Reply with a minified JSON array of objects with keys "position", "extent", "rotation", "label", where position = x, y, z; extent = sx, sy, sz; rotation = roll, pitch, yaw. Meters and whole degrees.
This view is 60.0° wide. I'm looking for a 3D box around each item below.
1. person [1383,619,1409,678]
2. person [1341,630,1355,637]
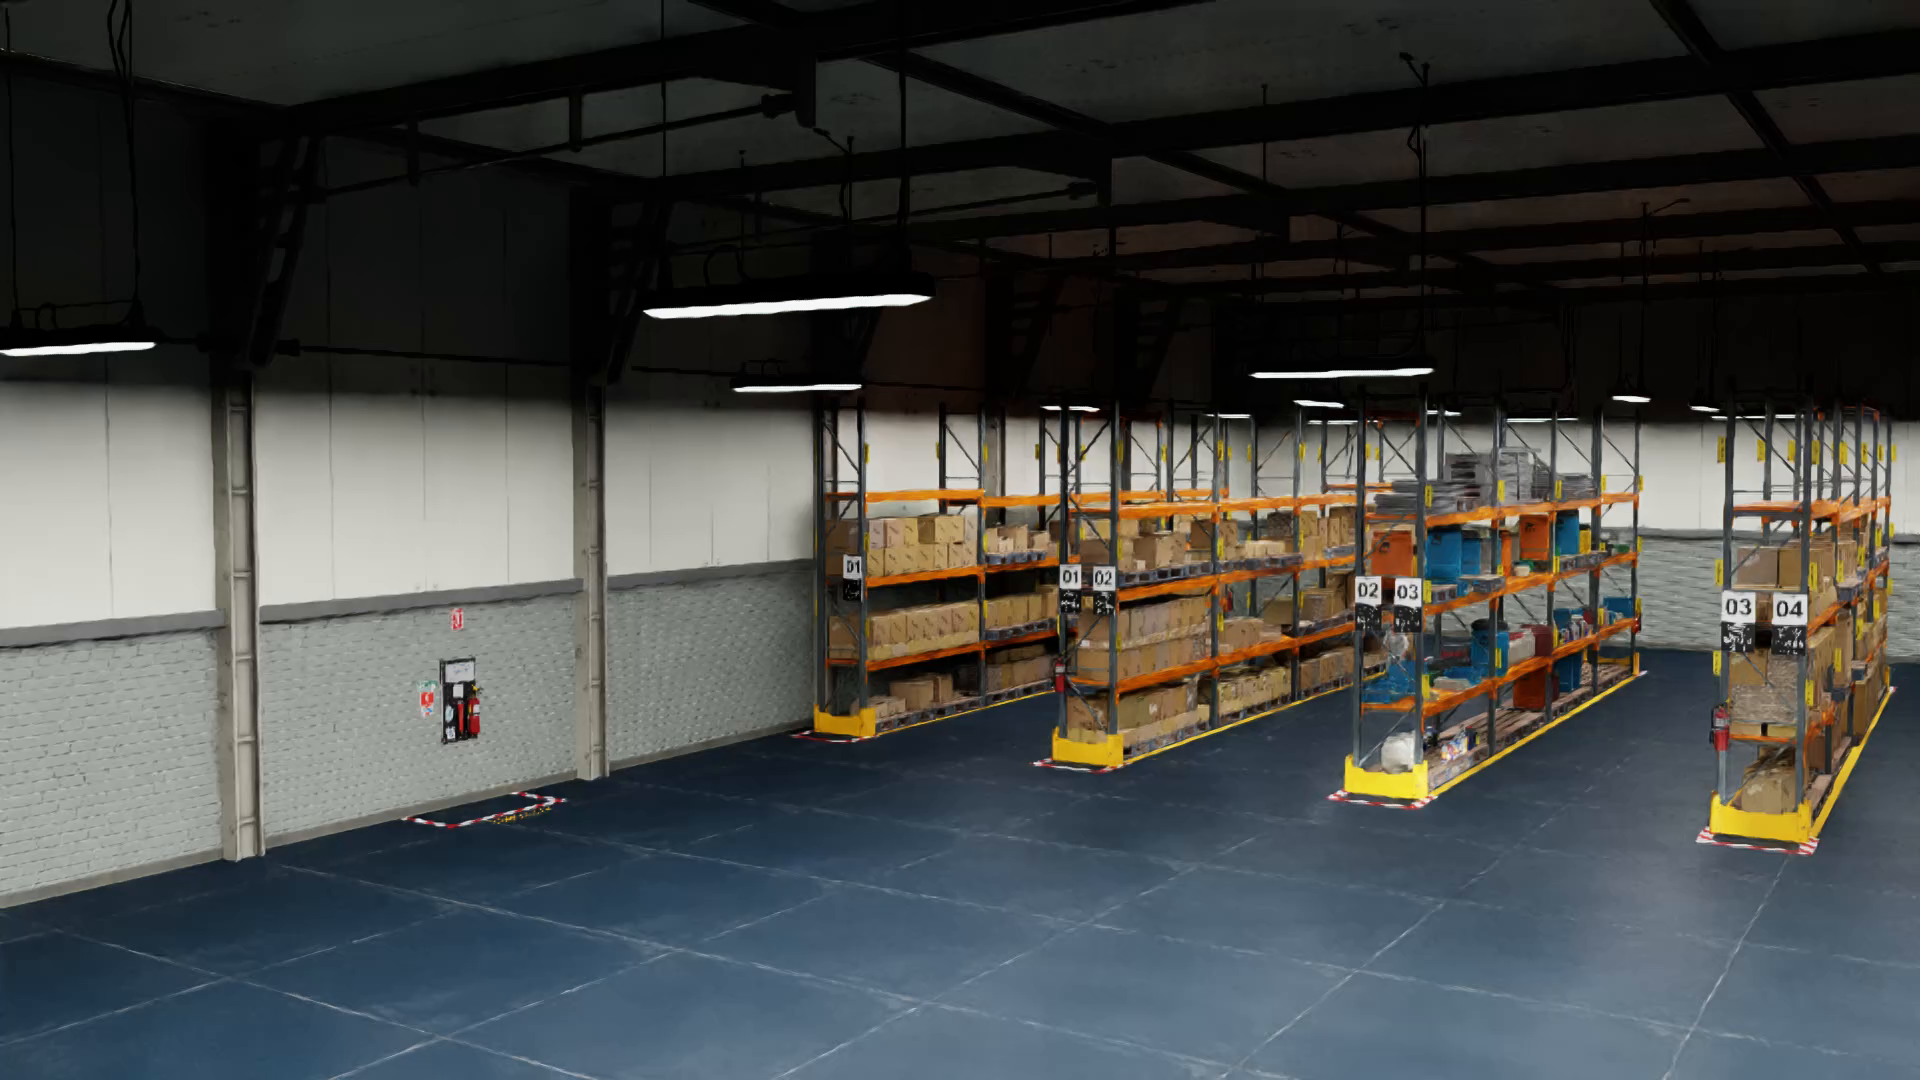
[{"position":[9.133,2.408,34.876],"extent":[0.566,1.541,0.519],"rotation":[2,3,30],"label":"person"},{"position":[10.492,1.841,44.492],"extent":[0.527,1.665,0.510],"rotation":[0,3,-4],"label":"person"}]
